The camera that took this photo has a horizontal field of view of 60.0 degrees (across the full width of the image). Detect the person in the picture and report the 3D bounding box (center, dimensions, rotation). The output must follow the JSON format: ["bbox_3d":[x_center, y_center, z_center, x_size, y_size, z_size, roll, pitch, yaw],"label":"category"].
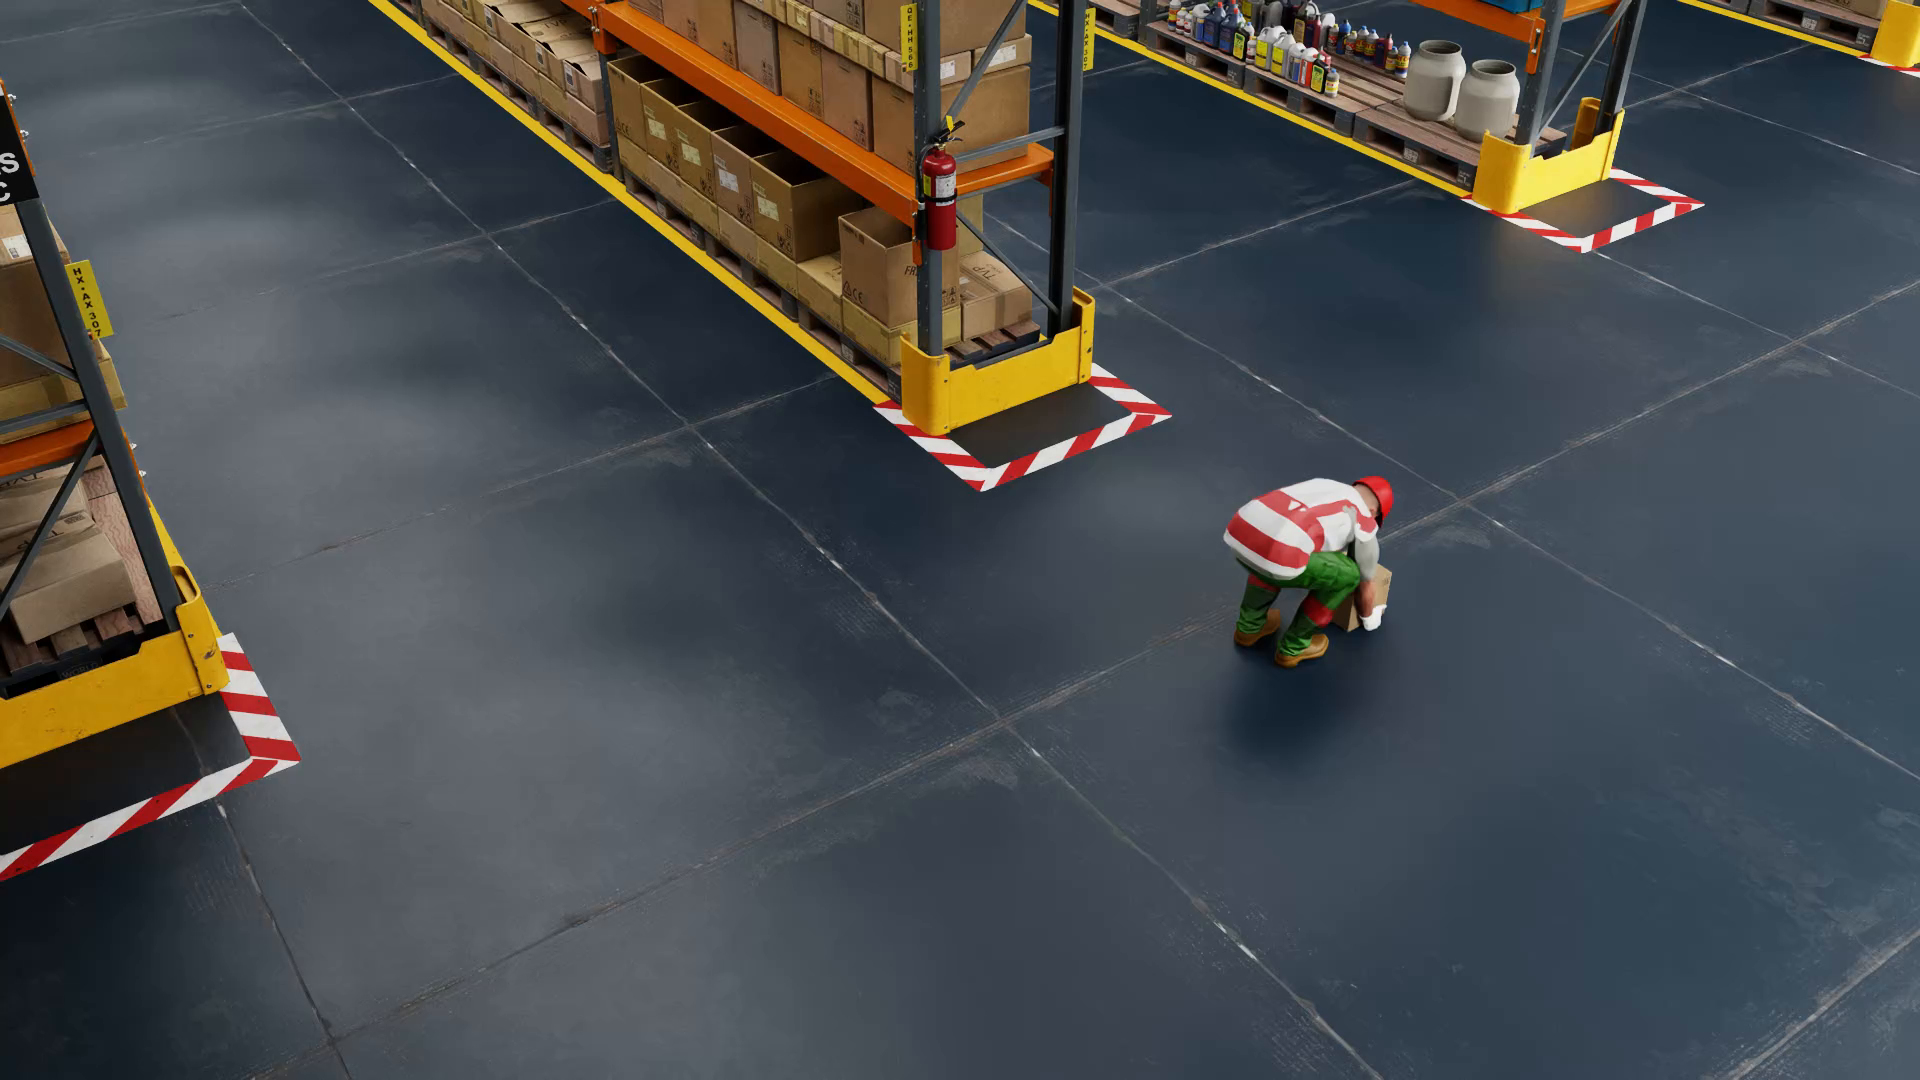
[{"bbox_3d":[1.610,0.098,7.644,0.961,0.893,0.530,-24,42,-29],"label":"person"}]
